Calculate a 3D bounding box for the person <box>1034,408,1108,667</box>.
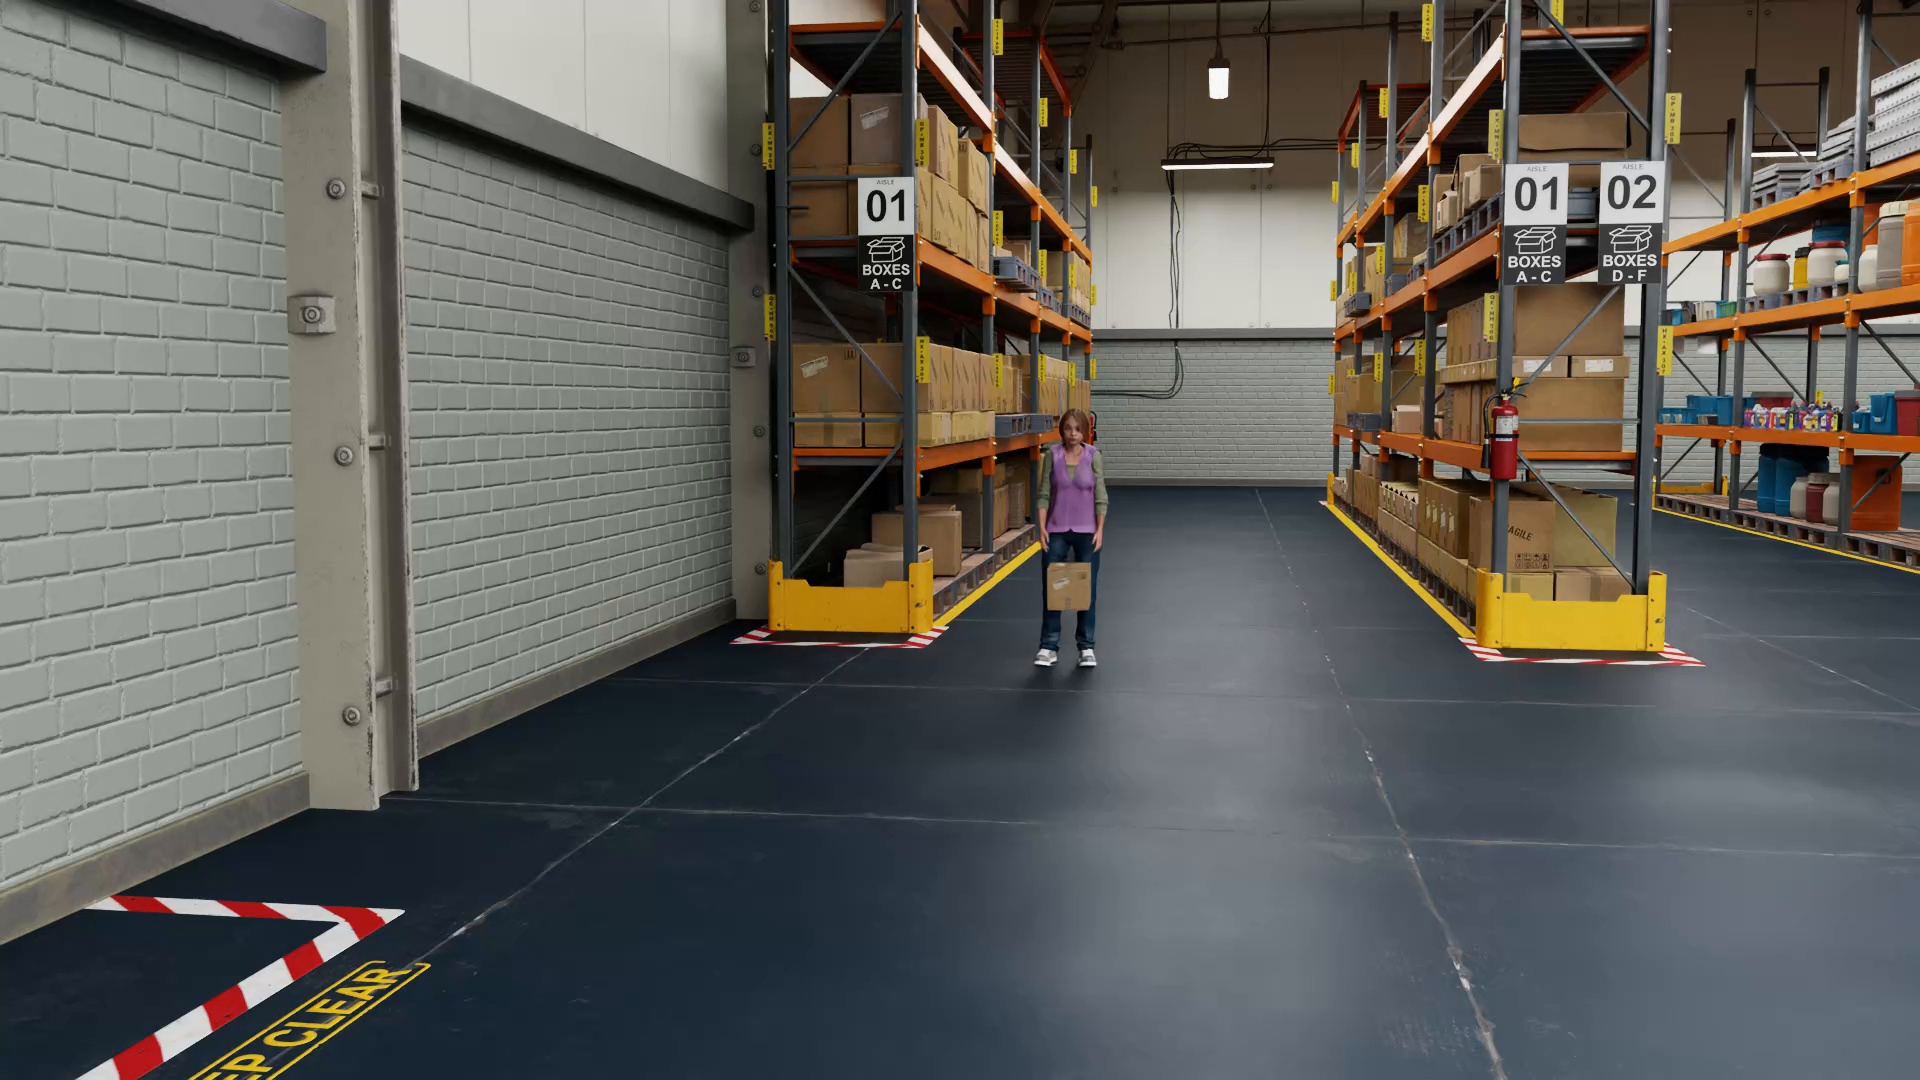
[{"bbox_3d":[0.695,-0.020,10.338,0.450,1.599,0.336,1,5,7],"label":"person"}]
